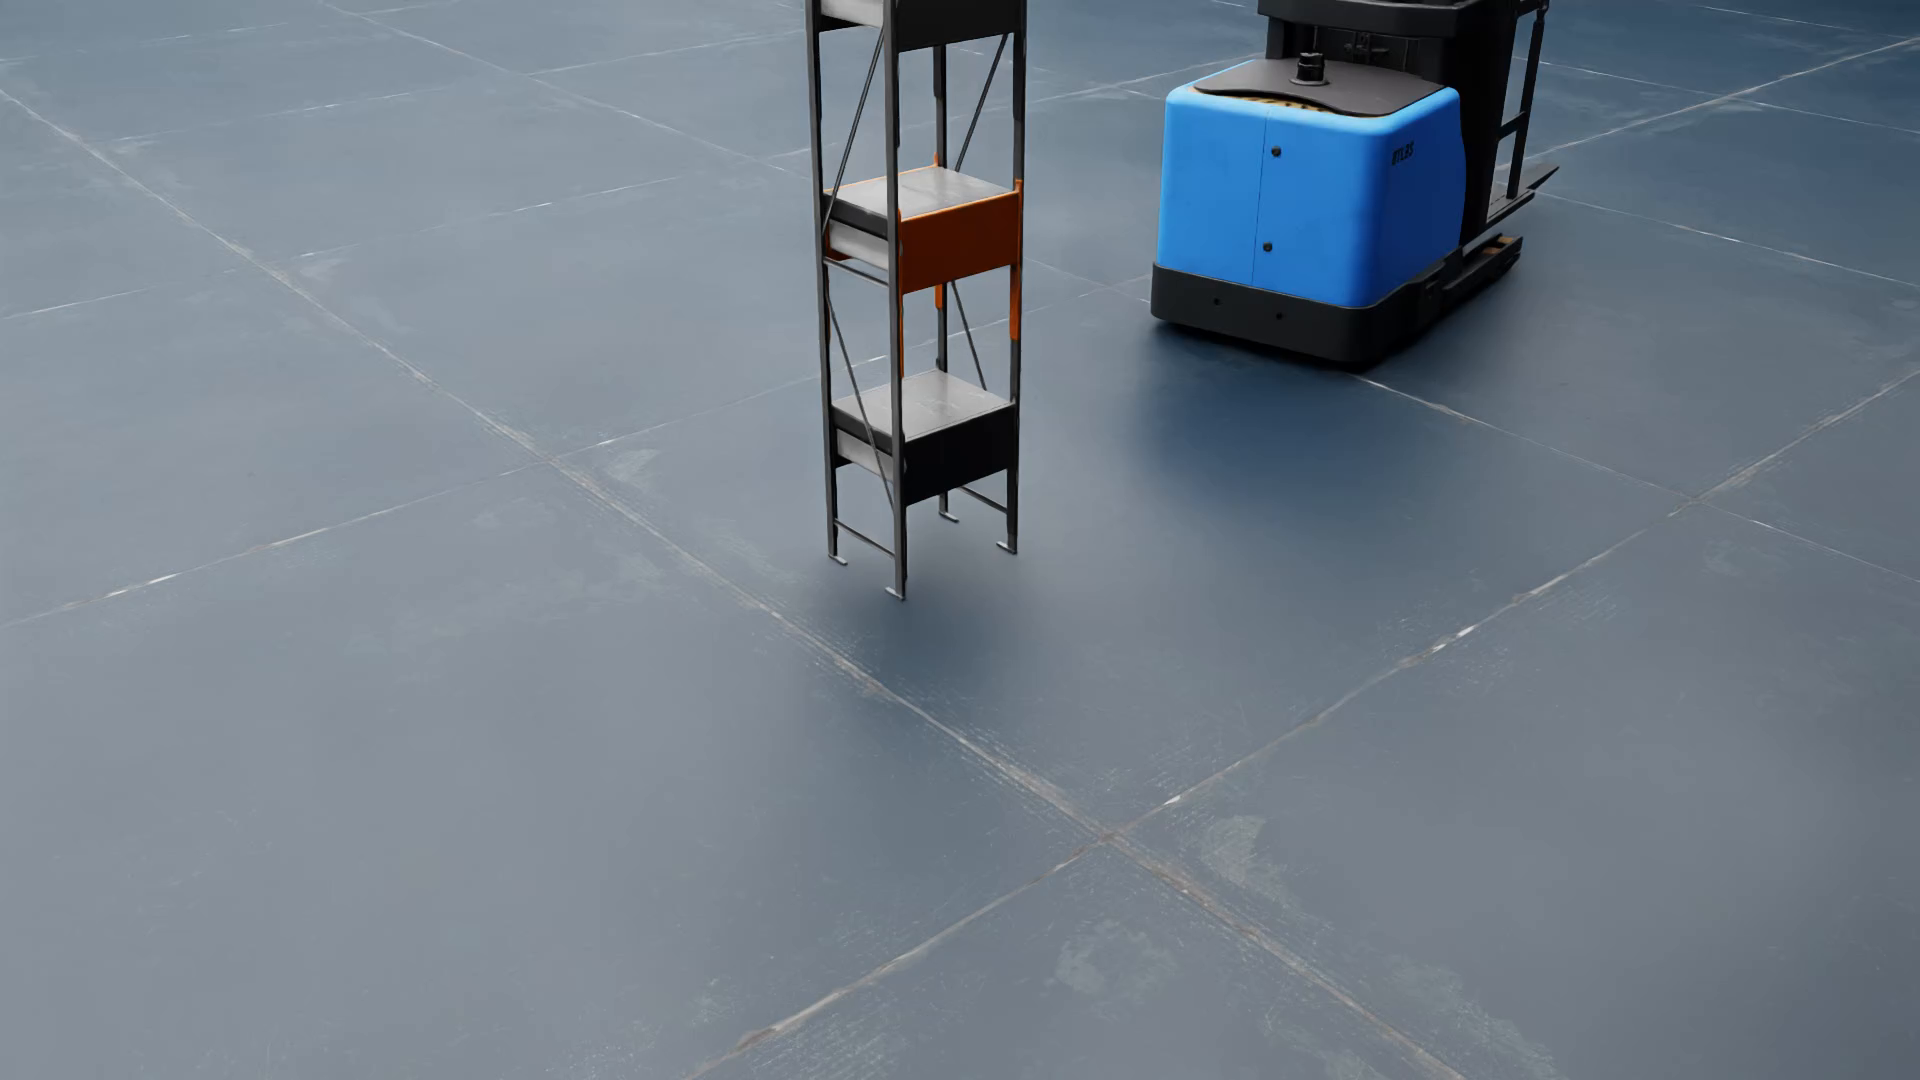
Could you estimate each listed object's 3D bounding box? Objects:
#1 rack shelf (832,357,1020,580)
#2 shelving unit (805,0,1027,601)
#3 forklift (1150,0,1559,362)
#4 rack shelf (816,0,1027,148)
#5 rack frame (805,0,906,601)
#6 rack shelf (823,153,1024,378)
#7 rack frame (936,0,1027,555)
[{"bbox_3d":[-0.126,-0.246,5.497,0.480,0.518,0.431,-22,35,-35],"label":"rack shelf"},{"bbox_3d":[-0.126,-0.875,5.160,0.503,2.100,0.431,-22,35,-35],"label":"shelving unit"},{"bbox_3d":[2.133,-2.677,7.650,1.130,2.935,3.031,19,33,31],"label":"forklift"},{"bbox_3d":[-0.126,-1.481,4.837,0.480,0.518,0.431,-22,35,-35],"label":"rack shelf"},{"bbox_3d":[-0.312,-0.801,5.021,0.015,2.100,0.400,-22,35,-35],"label":"rack frame"},{"bbox_3d":[-0.126,-0.863,5.167,0.480,0.518,0.431,-22,35,-35],"label":"rack shelf"},{"bbox_3d":[0.060,-0.950,5.300,0.015,2.100,0.400,-22,35,-35],"label":"rack frame"}]
